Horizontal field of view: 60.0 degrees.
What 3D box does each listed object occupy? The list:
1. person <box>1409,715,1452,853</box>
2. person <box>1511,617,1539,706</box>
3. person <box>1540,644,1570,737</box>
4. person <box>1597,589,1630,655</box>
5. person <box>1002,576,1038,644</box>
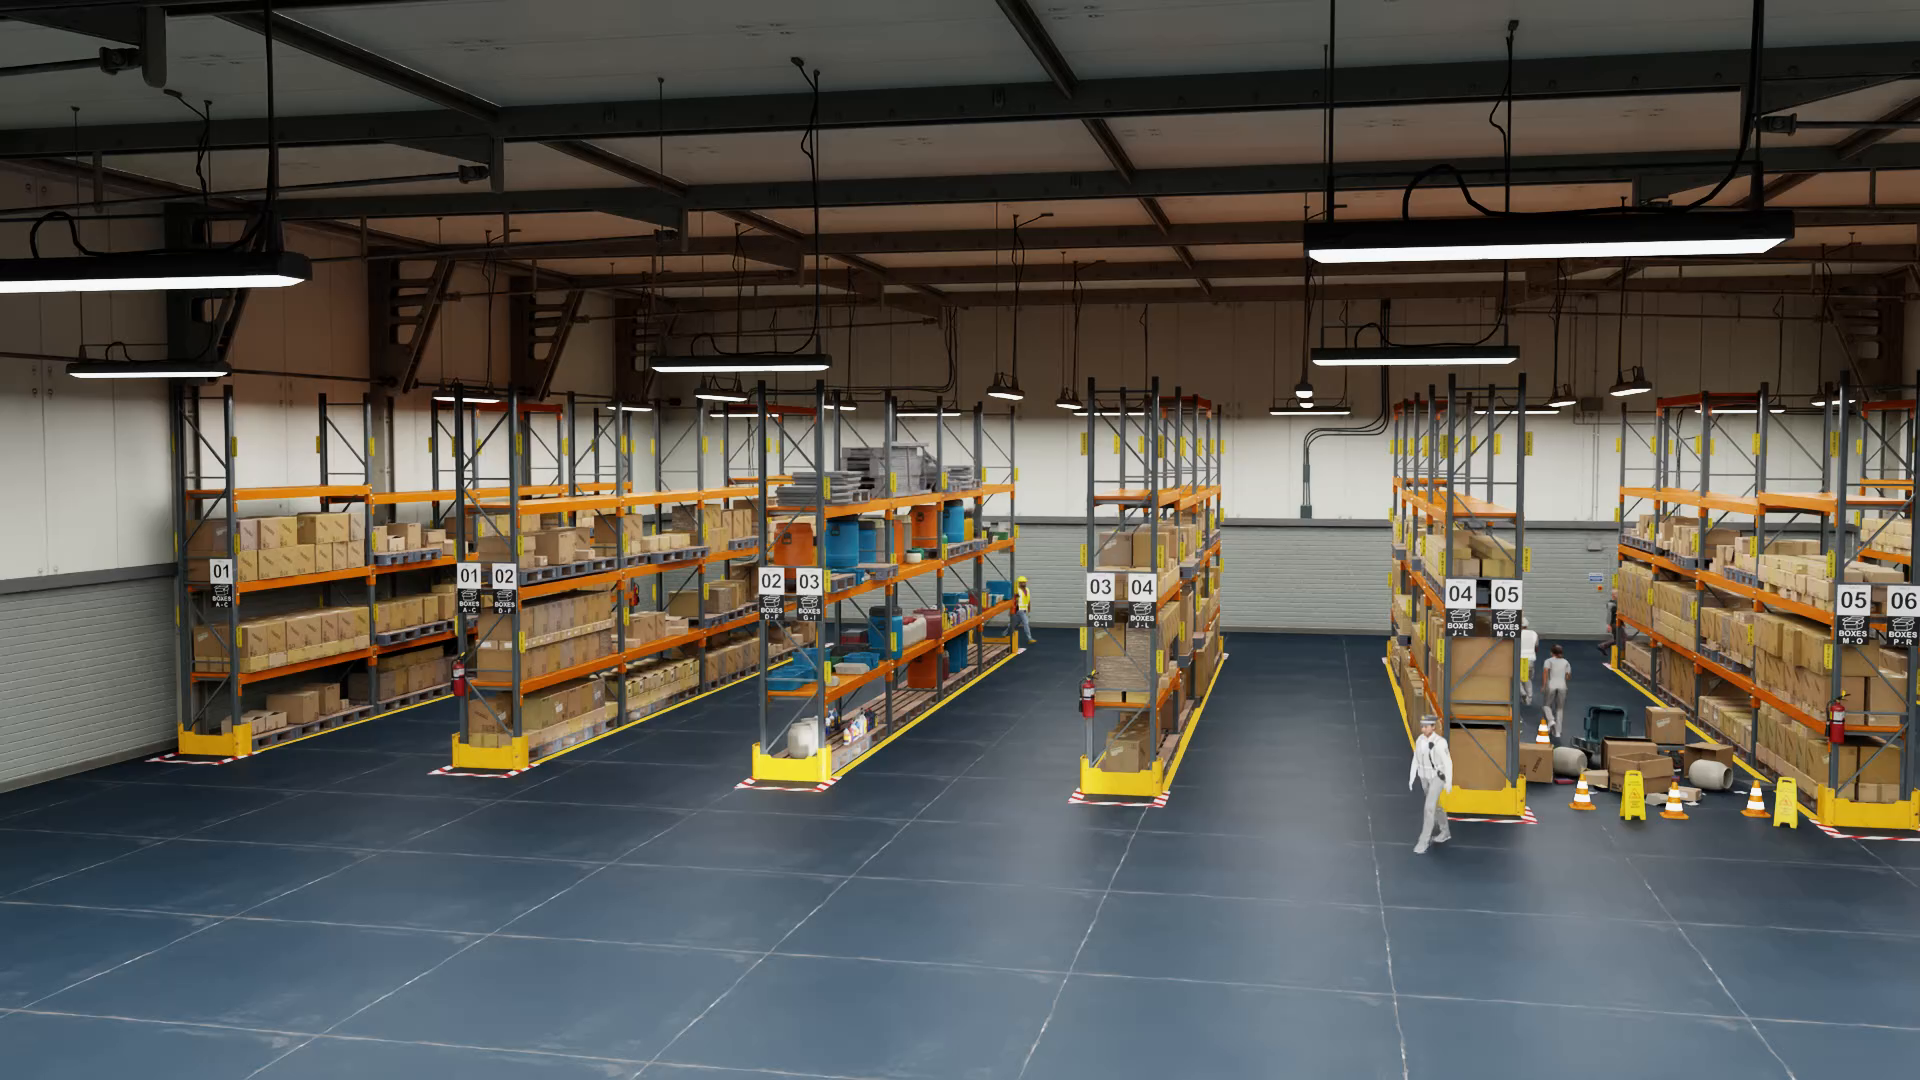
[{"bbox_3d":[5.872,3.004,20.802,0.828,1.651,0.514,-2,4,-27],"label":"person"},{"bbox_3d":[10.981,2.355,32.413,0.648,1.672,0.788,0,3,4],"label":"person"},{"bbox_3d":[10.361,2.609,28.940,0.507,1.562,0.712,1,3,14],"label":"person"},{"bbox_3d":[15.526,1.988,39.316,0.929,1.634,0.525,2,4,35],"label":"person"},{"bbox_3d":[1.568,1.779,42.458,1.121,1.710,0.531,2,4,29],"label":"person"}]
